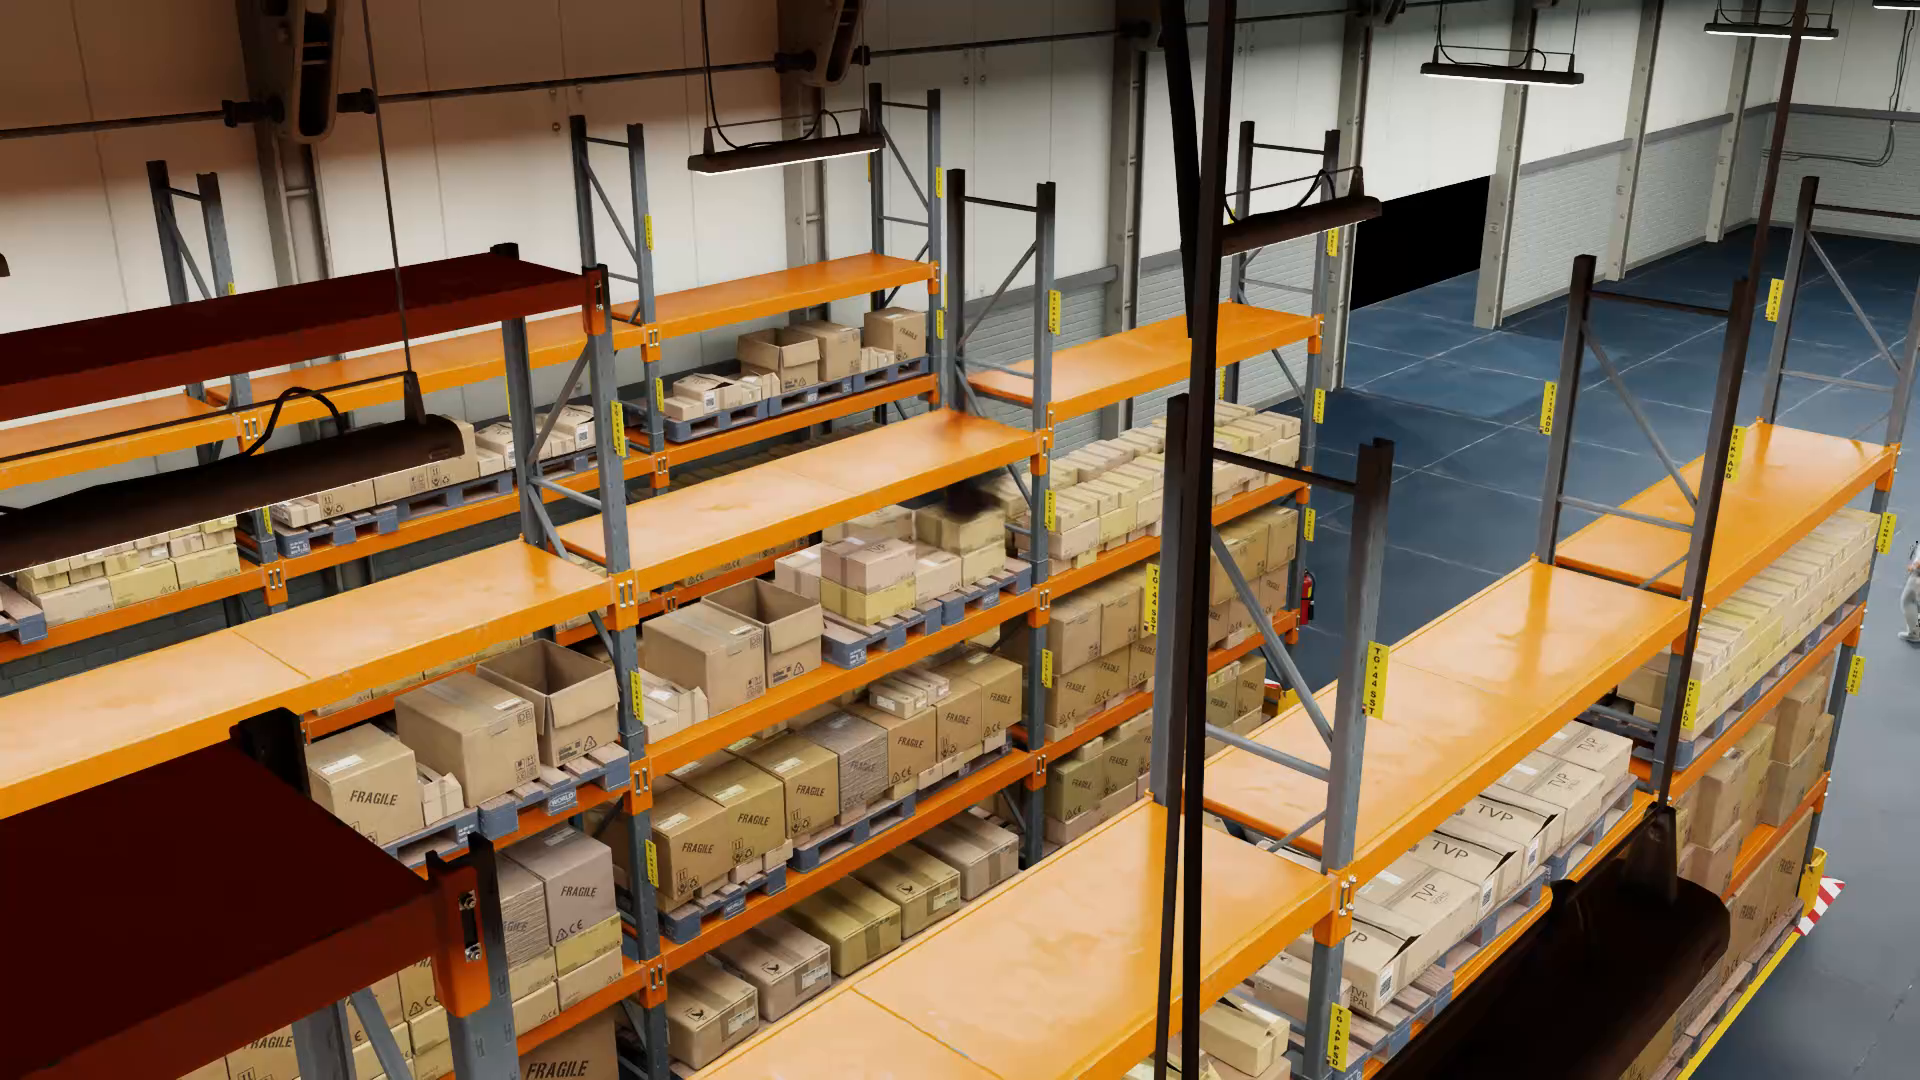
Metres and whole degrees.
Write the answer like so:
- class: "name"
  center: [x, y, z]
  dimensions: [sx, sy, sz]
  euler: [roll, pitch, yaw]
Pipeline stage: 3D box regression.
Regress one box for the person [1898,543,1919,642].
- class: "person"
  center: [10.958, 0.439, 18.689]
  dimensions: [0.615, 1.630, 0.587]
  euler: [-6, 22, -14]
